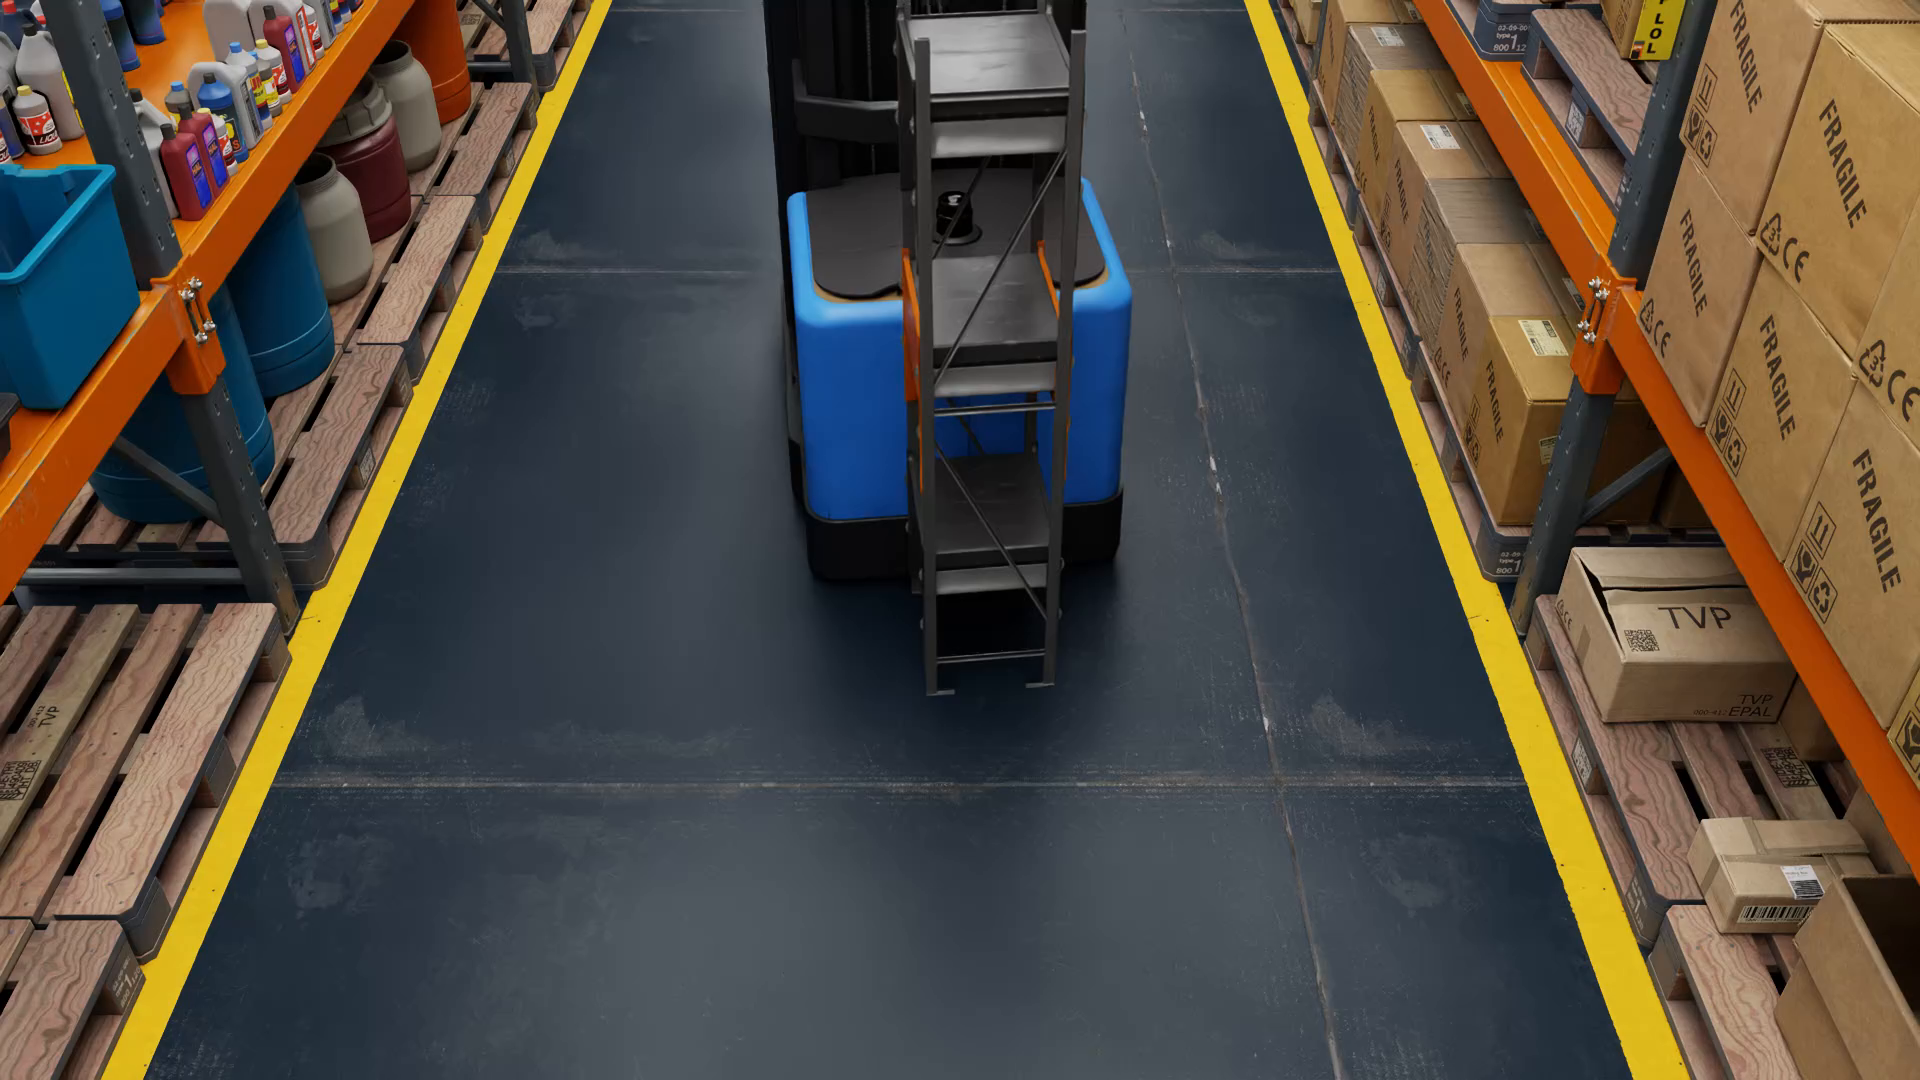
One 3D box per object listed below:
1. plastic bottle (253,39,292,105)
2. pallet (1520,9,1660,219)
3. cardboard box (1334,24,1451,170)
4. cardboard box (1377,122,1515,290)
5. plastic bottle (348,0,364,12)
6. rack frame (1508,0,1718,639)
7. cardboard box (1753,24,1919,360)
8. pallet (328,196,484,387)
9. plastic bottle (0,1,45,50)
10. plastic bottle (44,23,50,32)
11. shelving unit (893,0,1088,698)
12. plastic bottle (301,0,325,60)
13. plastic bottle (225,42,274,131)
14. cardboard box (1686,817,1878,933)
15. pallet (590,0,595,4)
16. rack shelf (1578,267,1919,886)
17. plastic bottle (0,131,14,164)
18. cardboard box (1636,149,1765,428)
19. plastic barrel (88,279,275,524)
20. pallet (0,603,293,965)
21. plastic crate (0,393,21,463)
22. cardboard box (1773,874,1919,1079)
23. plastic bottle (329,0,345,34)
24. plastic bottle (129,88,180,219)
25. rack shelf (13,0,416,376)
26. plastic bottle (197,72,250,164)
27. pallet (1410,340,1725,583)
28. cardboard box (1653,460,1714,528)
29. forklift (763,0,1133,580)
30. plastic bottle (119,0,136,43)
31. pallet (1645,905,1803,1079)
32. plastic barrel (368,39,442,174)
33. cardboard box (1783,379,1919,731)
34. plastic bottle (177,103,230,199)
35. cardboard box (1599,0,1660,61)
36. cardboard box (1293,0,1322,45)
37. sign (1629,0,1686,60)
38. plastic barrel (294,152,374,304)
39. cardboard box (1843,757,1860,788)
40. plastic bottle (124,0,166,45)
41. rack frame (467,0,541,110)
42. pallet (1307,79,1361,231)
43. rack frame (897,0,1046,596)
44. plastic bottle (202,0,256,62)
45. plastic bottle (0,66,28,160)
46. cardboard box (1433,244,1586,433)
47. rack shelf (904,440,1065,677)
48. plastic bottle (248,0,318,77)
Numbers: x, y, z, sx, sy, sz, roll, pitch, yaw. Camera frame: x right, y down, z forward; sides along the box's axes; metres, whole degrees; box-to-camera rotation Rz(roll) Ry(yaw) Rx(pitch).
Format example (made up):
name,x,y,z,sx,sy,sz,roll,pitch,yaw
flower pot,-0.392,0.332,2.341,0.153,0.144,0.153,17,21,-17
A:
name,x,y,z,sx,sy,sz,roll,pitch,yaw
plastic bottle,-2.250,-1.527,5.415,0.097,0.201,0.097,0,39,0
pallet,2.405,-1.318,5.149,1.003,0.211,1.213,0,39,0
cardboard box,2.013,-1.978,7.467,0.500,0.500,0.500,-1,39,-2
cardboard box,2.014,-1.338,6.668,0.500,0.500,0.500,-1,39,-2
plastic bottle,-2.274,-2.108,6.021,0.144,0.351,0.185,0,39,0
rack frame,2.296,-0.893,4.465,1.000,3.000,0.127,0,39,0
cardboard box,2.017,-0.704,3.351,0.500,0.500,0.500,-1,39,-1
pallet,-2.620,-1.051,6.892,1.003,0.211,1.213,0,39,0
plastic bottle,-2.985,-1.562,5.340,0.144,0.351,0.185,0,39,0
plastic bottle,-2.841,-1.563,5.341,0.144,0.351,0.185,0,39,0
shelving unit,0.066,-0.502,4.698,0.431,2.100,0.503,-4,39,-5
plastic bottle,-2.250,-1.755,5.701,0.097,0.201,0.097,0,39,0
plastic bottle,-2.250,-1.432,5.242,0.097,0.271,0.097,0,39,0
cardboard box,2.092,0.845,4.211,0.380,0.166,0.250,0,39,0
pallet,-2.622,-3.550,10.011,1.003,0.211,1.213,0,39,0
rack shelf,2.299,0.639,3.130,1.077,0.370,4.000,0,39,0
plastic bottle,-2.947,-1.216,5.028,0.097,0.201,0.097,0,39,0
cardboard box,2.025,-0.613,4.036,0.500,0.500,0.500,1,39,1
plastic barrel,-2.641,-0.577,5.413,0.600,0.901,0.708,0,39,0
pallet,-2.617,0.656,4.762,1.003,0.211,1.213,0,39,0
plastic crate,-2.387,-0.108,3.658,0.437,0.125,0.590,0,39,0
cardboard box,2.304,1.085,3.642,0.797,0.503,0.637,0,39,0
plastic bottle,-2.251,-1.928,5.860,0.097,0.271,0.097,0,39,0
plastic bottle,-2.333,-1.118,4.786,0.144,0.351,0.185,0,39,0
rack shelf,-2.659,-1.861,6.249,1.077,0.370,4.000,0,39,0
plastic bottle,-2.249,-1.287,5.061,0.097,0.271,0.097,0,39,0
pallet,2.258,-0.313,5.972,1.003,0.211,1.213,0,39,0
cardboard box,2.540,-0.392,5.487,0.500,0.500,0.500,-2,39,-2
forklift,-0.147,-1.928,5.812,1.130,2.935,3.031,-4,39,-5
plastic bottle,-2.982,-1.862,5.774,0.152,0.276,0.135,0,39,0
pallet,2.301,1.390,3.847,1.003,0.211,1.213,0,39,0
plastic barrel,-2.554,-1.927,7.410,0.421,0.512,0.421,0,39,0
cardboard box,2.027,0.020,3.246,0.500,0.500,0.500,0,39,0
plastic bottle,-2.231,-1.159,4.891,0.061,0.283,0.133,0,39,0
cardboard box,2.455,-1.822,5.209,0.700,0.500,0.500,6,39,7
cardboard box,2.047,-2.814,8.726,0.500,0.250,0.500,1,39,1
sign,1.741,-1.342,4.100,0.100,0.325,0.005,0,39,0
plastic barrel,-2.553,-1.221,6.528,0.421,0.512,0.421,0,39,0
cardboard box,2.641,0.639,4.482,0.380,0.149,0.250,0,39,0
plastic bottle,-2.857,-1.872,5.791,0.097,0.271,0.097,0,39,0
rack frame,-2.662,-3.393,7.585,1.000,3.000,0.127,0,39,0
pallet,2.255,-1.839,7.876,1.003,0.211,1.213,0,39,0
rack frame,0.038,-0.654,4.887,0.400,2.100,0.015,-4,39,-5
plastic bottle,-2.430,-1.712,5.587,0.152,0.276,0.135,0,39,0
plastic bottle,-2.981,-1.318,5.095,0.152,0.276,0.135,0,39,0
cardboard box,2.017,-0.707,5.880,0.500,0.500,0.500,0,39,0
rack shelf,0.066,0.055,5.144,0.431,0.518,0.480,-4,39,-5
plastic bottle,-2.278,-1.712,5.587,0.152,0.276,0.135,0,39,0
